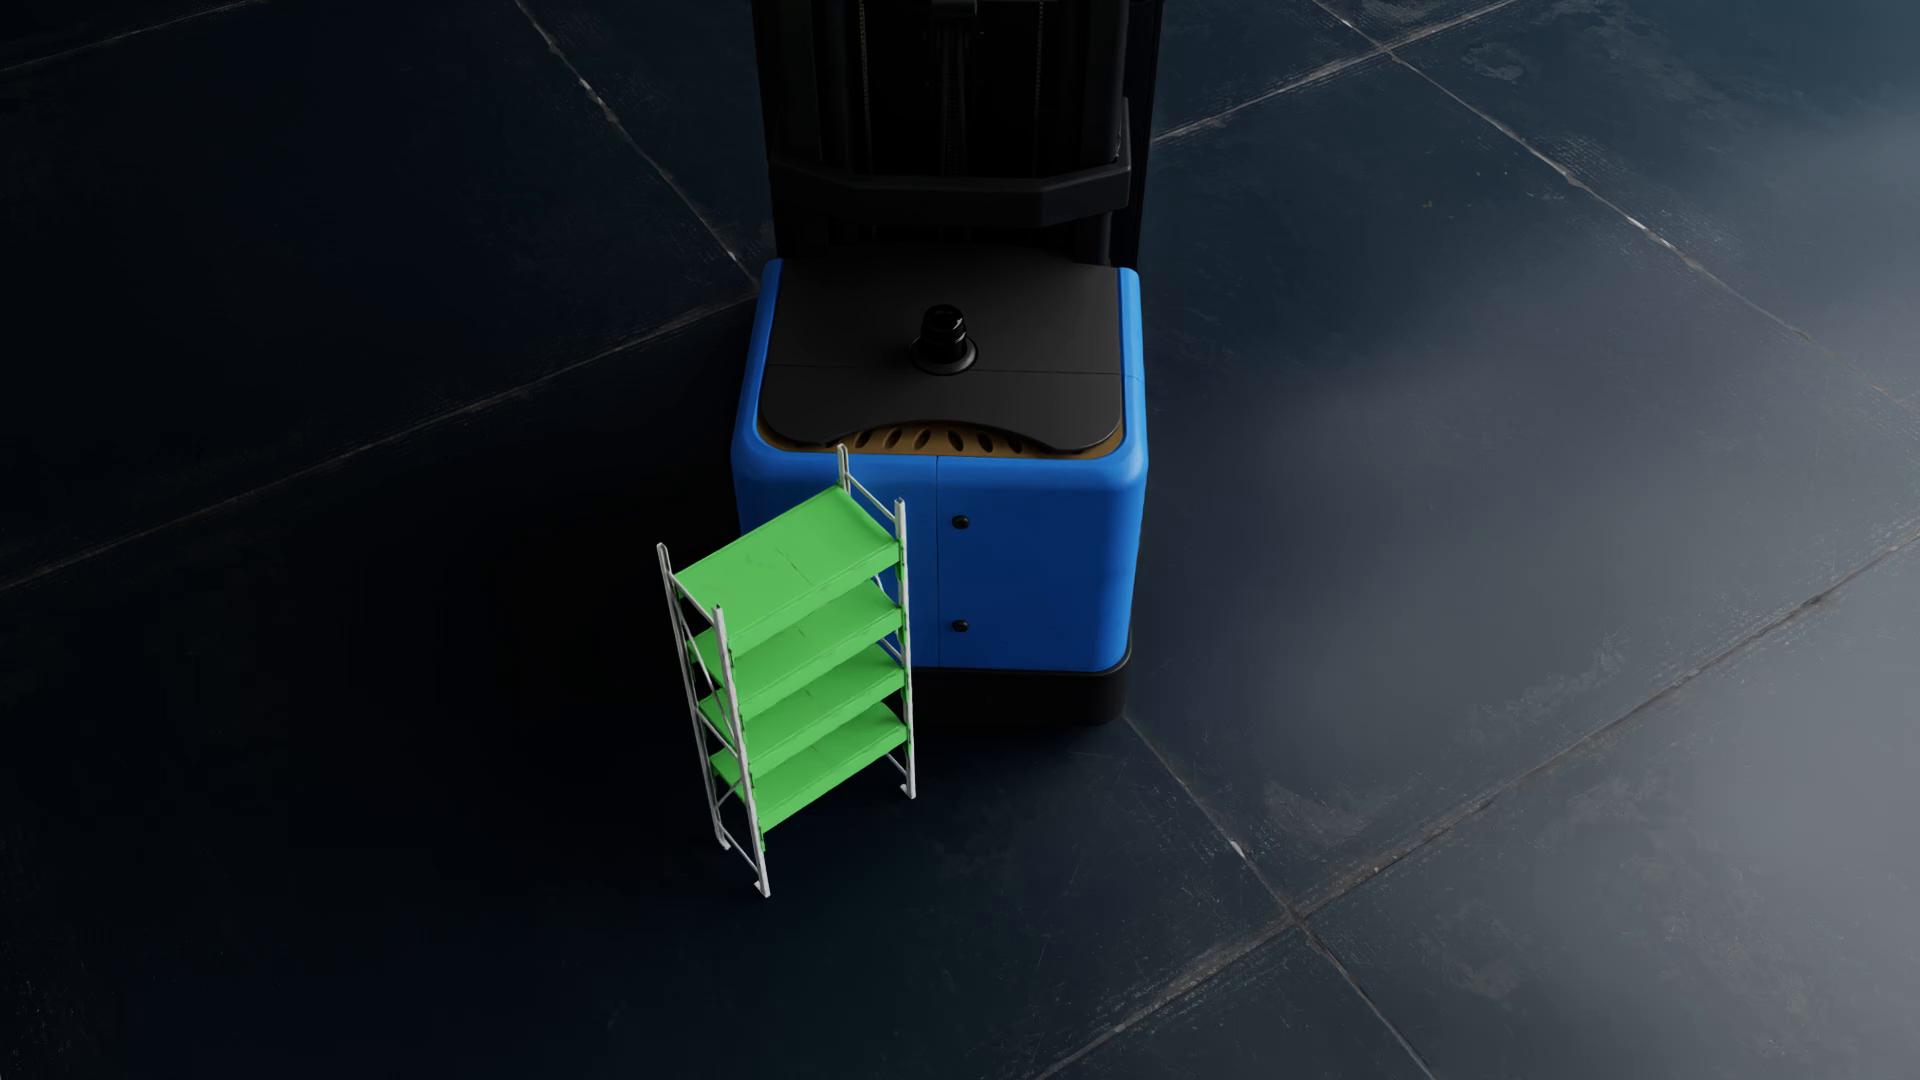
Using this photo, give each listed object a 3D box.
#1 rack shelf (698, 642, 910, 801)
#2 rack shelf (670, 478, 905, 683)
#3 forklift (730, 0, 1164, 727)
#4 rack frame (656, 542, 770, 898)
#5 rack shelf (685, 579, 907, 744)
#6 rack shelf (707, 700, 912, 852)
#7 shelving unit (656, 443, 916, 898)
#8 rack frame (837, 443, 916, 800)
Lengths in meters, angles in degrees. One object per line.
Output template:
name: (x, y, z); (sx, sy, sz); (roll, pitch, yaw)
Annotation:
rack shelf: (-0.394, 0.405, 4.172); (0.480, 0.148, 0.258); (-31, 55, -25)
rack shelf: (-0.394, 0.086, 3.813); (0.480, 0.148, 0.258); (-31, 55, -25)
forklift: (0.002, -1.542, 4.660); (1.130, 2.935, 3.031); (2, 48, 1)
rack frame: (-0.584, 0.477, 4.022); (0.015, 1.200, 0.240); (-31, 55, -25)
rack shelf: (-0.394, 0.245, 3.992); (0.480, 0.148, 0.258); (-31, 55, -25)
rack shelf: (-0.394, 0.565, 4.351); (0.480, 0.148, 0.258); (-31, 55, -25)
shelving unit: (-0.394, 0.362, 4.124); (0.503, 1.200, 0.258); (-31, 55, -25)
rack frame: (-0.204, 0.248, 4.226); (0.015, 1.200, 0.240); (-31, 55, -25)
